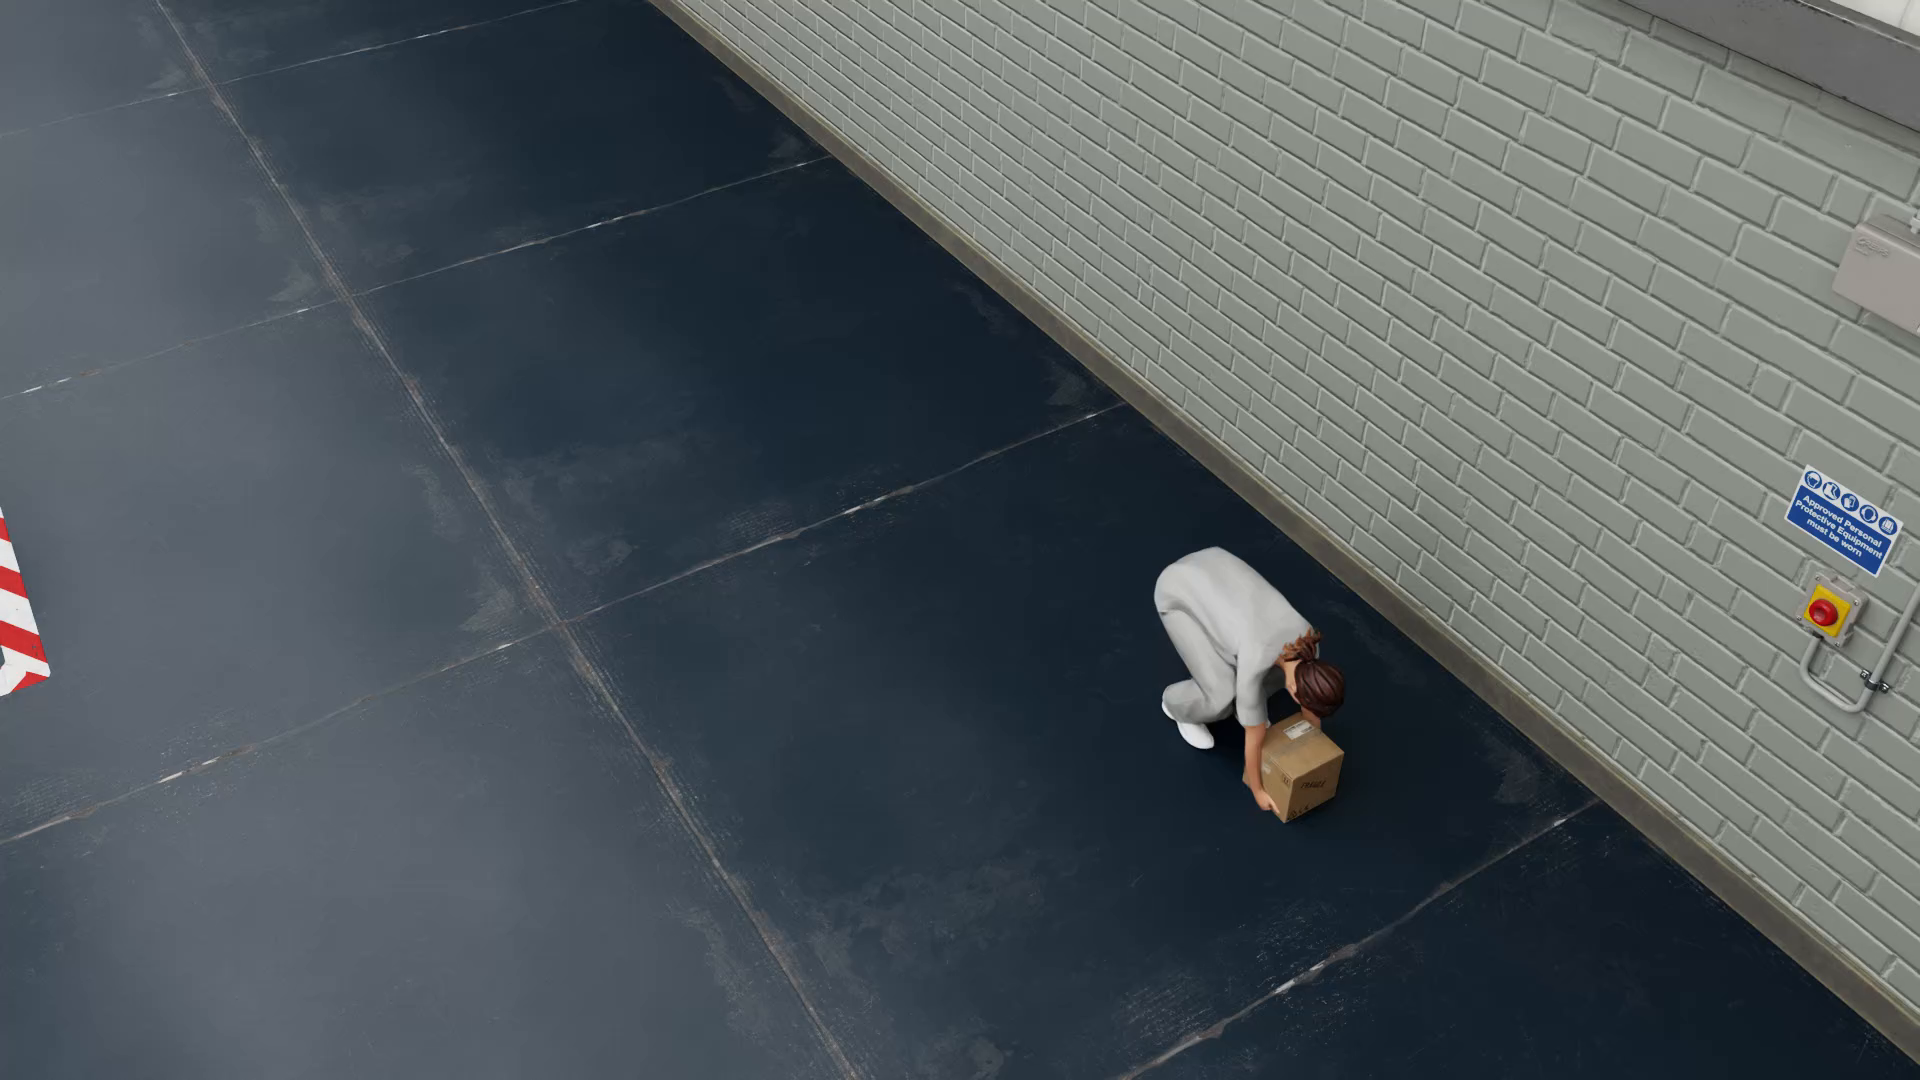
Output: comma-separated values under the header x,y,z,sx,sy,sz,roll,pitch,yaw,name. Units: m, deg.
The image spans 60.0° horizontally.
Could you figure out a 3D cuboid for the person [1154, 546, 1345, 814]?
x,y,z,sx,sy,sz,roll,pitch,yaw,name
1.083,0.505,6.292,0.456,0.786,0.866,-24,46,-25,person
